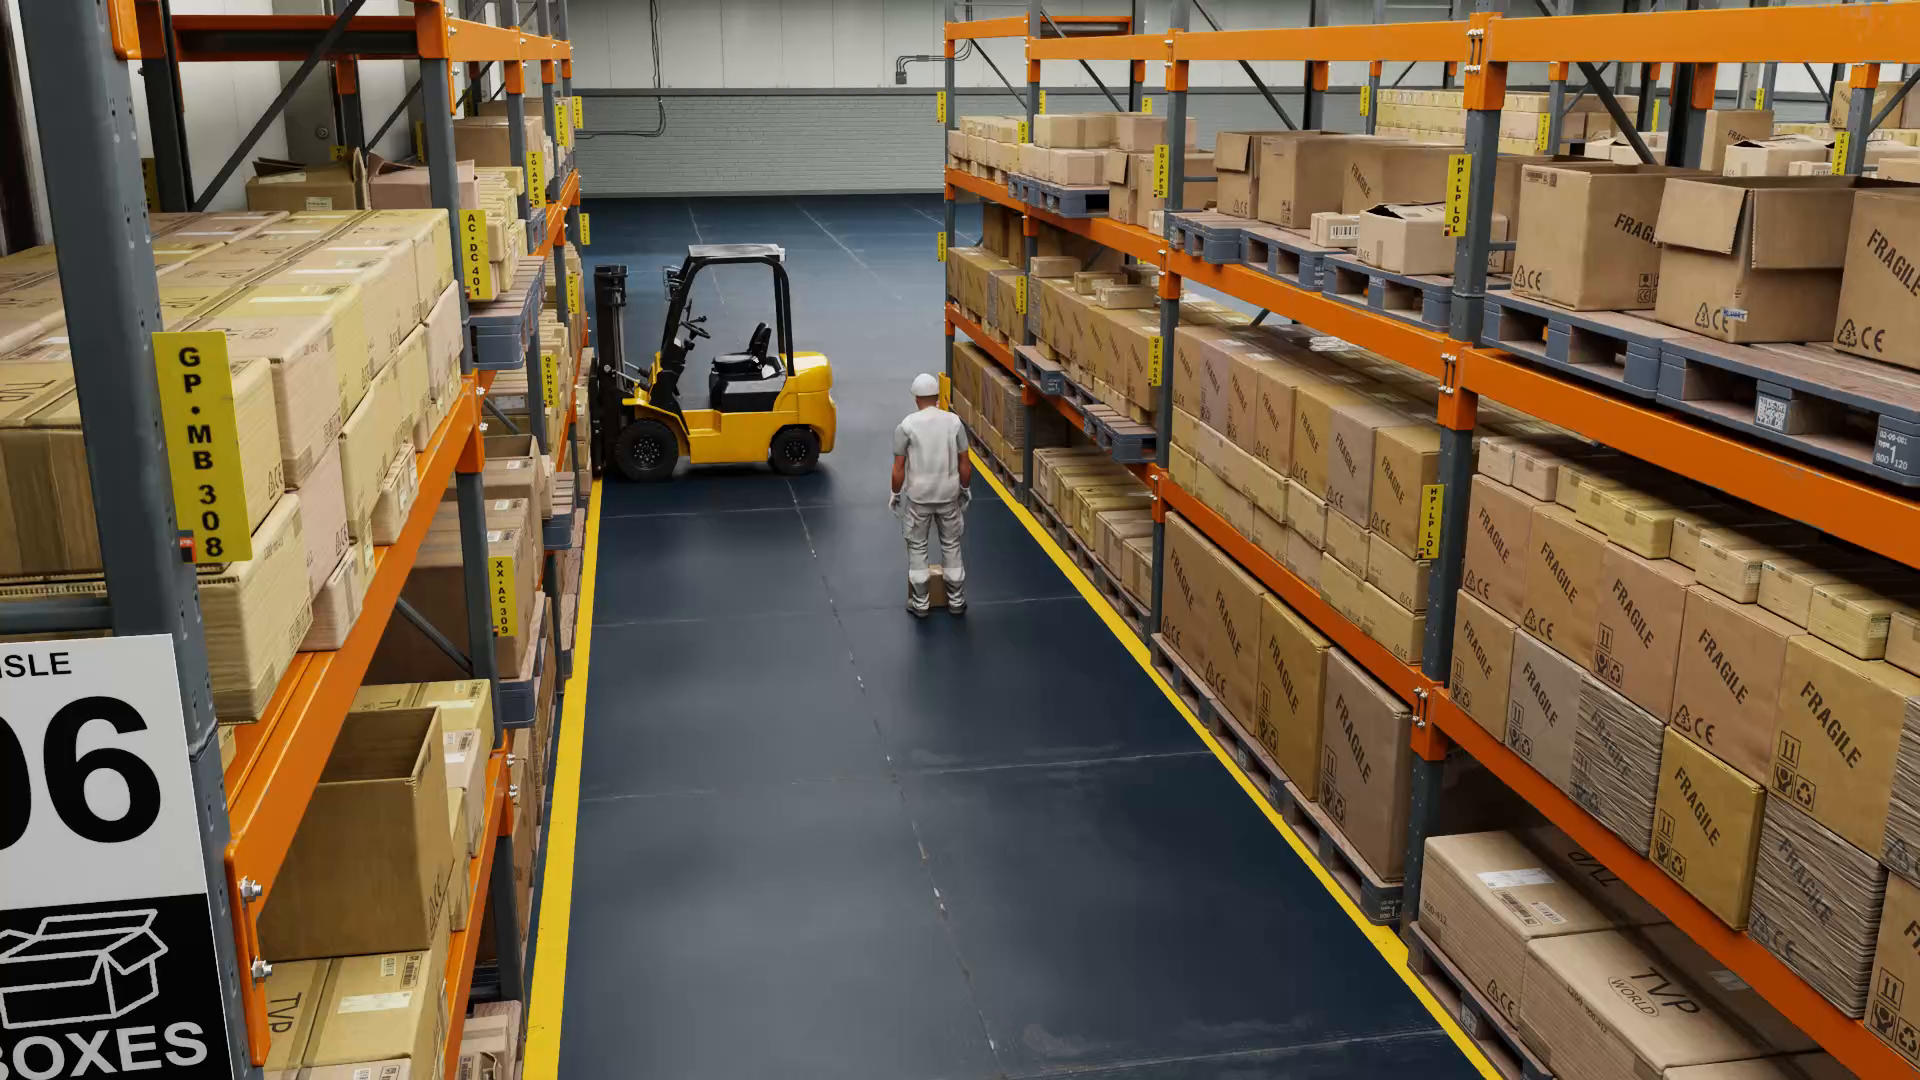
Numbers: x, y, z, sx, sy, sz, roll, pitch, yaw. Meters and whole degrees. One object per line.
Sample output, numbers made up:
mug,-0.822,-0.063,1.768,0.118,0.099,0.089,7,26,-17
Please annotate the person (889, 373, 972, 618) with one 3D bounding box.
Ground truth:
person,-0.210,-0.323,12.118,0.622,1.779,0.452,-4,17,-12
